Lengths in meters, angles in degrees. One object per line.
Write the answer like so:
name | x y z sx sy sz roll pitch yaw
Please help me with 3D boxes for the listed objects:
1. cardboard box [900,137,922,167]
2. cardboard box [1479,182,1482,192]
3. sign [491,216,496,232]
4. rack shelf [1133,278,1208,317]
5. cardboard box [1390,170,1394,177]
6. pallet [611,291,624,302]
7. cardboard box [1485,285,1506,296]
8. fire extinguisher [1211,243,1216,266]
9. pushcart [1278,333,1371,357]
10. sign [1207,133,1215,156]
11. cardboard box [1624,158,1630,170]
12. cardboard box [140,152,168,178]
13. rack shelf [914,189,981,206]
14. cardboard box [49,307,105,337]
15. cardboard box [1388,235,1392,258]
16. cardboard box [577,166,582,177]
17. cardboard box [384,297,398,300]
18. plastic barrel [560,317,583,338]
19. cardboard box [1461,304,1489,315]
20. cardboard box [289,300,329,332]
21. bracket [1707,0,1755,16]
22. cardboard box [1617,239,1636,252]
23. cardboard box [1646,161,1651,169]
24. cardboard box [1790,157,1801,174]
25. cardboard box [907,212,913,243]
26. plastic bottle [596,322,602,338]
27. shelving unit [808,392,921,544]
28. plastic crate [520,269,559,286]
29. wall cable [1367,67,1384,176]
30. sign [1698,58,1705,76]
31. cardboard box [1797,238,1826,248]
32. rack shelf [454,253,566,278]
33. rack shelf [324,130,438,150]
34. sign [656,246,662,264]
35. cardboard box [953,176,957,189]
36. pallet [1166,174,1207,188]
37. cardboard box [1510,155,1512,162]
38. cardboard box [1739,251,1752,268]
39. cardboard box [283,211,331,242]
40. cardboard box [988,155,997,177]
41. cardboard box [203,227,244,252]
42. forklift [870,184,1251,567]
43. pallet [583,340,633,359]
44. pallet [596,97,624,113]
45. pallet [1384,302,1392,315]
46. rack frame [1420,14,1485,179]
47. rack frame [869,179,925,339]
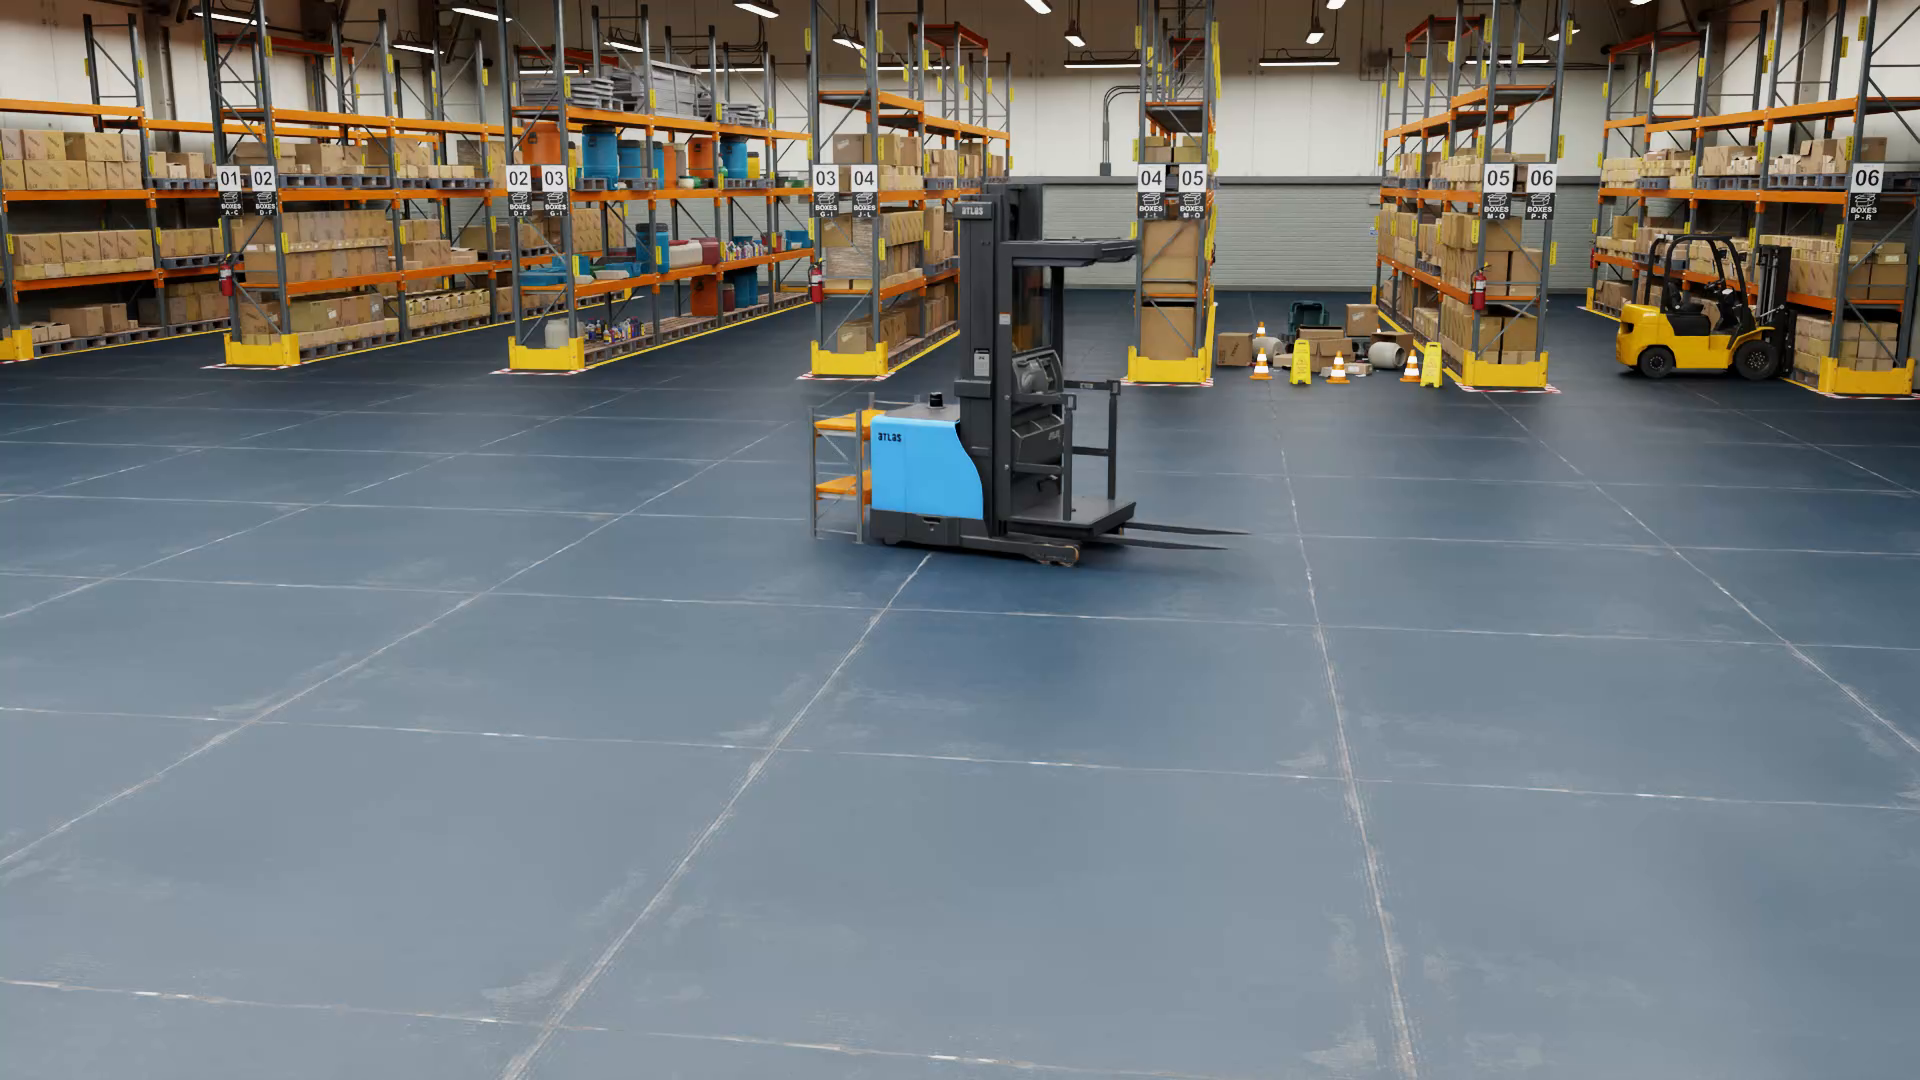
cardboard box | -0.947 -6.705 28.733 0.500 0.500 0.500 2 12 7
cardboard box | 7.825 -5.175 24.360 0.380 0.149 0.250 2 12 9
sign | -9.754 -6.605 34.771 0.100 0.325 0.005 2 12 9
rack shelf | 3.448 -3.952 26.917 1.077 0.370 4.000 2 12 9
cardboard box | 10.113 -8.457 38.357 0.380 0.149 0.250 2 12 11
pallet | -9.206 -6.176 42.151 1.003 0.211 1.213 2 12 9
cardboard box | 7.893 -3.710 24.683 0.380 0.149 0.250 2 12 11
fire extinguisher | 6.096 -7.035 40.586 0.296 0.674 0.183 2 12 9
pushcart | 6.402 -3.362 28.698 1.648 0.377 0.936 -2 12 -11
sign | 3.688 -5.800 24.404 0.100 0.325 0.005 2 12 9
cardboard box | 14.793 -8.192 36.231 0.500 0.250 0.500 2 12 10
cardboard box | -15.650 -7.215 31.996 0.500 0.500 0.500 4 13 17
rack shelf | -0.207 -7.265 35.172 1.077 0.370 4.000 2 12 9
cardboard box | -15.983 -3.954 30.111 0.700 0.500 0.500 1 12 5
cardboard box | 9.785 -6.507 36.828 0.500 0.500 0.500 2 12 7
cardboard box | -9.292 -8.723 39.400 0.500 0.250 0.500 2 12 9
cardboard box | -11.065 -4.561 32.234 0.500 0.311 0.500 2 12 10
plastic barrel | -6.536 -3.462 27.847 0.421 0.512 0.421 0 12 0
cardboard box | 7.903 -3.546 25.539 0.380 0.149 0.250 2 12 10
cardboard box | -11.156 -3.827 28.380 0.500 0.500 0.500 2 12 9
bracket | 14.982 -10.279 31.785 0.076 0.066 4.783 2 12 9
cardboard box | 14.787 -6.480 36.591 0.500 0.250 0.500 2 12 8
cardboard box | 14.267 -7.671 34.006 0.380 0.149 0.250 2 12 8
cardboard box | 13.039 -5.776 25.640 0.396 0.266 0.258 2 12 7
cardboard box | -1.081 -5.274 28.028 0.500 0.500 0.500 2 12 9
plastic bottle | -6.461 -3.755 29.727 0.097 0.271 0.097 0 12 0
shelving unit | -0.804 -0.638 14.285 0.538 1.125 1.048 6 14 26
plastic crate | -6.858 -4.270 27.042 0.499 0.251 0.616 2 12 9
wall cable | 11.104 -11.204 44.623 0.463 3.000 0.029 2 12 9
sign | 13.645 -8.696 30.581 0.100 0.325 0.005 2 12 9
cardboard box | 13.085 -4.552 25.511 0.380 0.149 0.250 2 12 9
rack shelf | -9.995 -6.121 36.981 1.077 0.370 4.000 2 12 9
rack shelf | -14.275 -9.850 40.996 1.077 0.370 4.000 2 12 9
sign | -5.482 -5.177 30.239 0.100 0.325 0.005 2 12 9
cardboard box | -0.346 -7.020 32.684 0.500 0.250 0.500 2 12 9
pallet | 3.429 -5.719 26.503 1.003 0.211 1.213 2 12 9
cardboard box | 8.481 -5.756 25.165 0.380 0.149 0.250 2 12 8
cardboard box | 13.390 -4.702 27.860 0.500 0.250 0.500 2 12 7
cardboard box | -11.288 -5.396 28.595 0.700 0.500 0.500 2 12 9
cardboard box | 0.469 -8.717 38.730 0.700 0.500 0.500 2 12 11
cardboard box | -15.320 -6.264 34.658 0.700 0.500 0.500 1 12 3
forklift | 0.810 -1.351 13.307 3.031 2.935 1.130 6 13 25
pallet | -6.354 -3.306 28.831 1.003 0.211 1.213 2 12 9
pallet | -6.309 -7.280 27.809 1.003 0.211 1.213 2 12 9
pallet | 10.272 -5.293 38.053 1.003 0.211 1.213 2 12 9
rack frame | 9.277 -8.346 31.359 1.000 3.000 0.127 2 12 9
rack frame | -1.130 -4.901 29.617 1.000 3.000 0.127 2 12 9
